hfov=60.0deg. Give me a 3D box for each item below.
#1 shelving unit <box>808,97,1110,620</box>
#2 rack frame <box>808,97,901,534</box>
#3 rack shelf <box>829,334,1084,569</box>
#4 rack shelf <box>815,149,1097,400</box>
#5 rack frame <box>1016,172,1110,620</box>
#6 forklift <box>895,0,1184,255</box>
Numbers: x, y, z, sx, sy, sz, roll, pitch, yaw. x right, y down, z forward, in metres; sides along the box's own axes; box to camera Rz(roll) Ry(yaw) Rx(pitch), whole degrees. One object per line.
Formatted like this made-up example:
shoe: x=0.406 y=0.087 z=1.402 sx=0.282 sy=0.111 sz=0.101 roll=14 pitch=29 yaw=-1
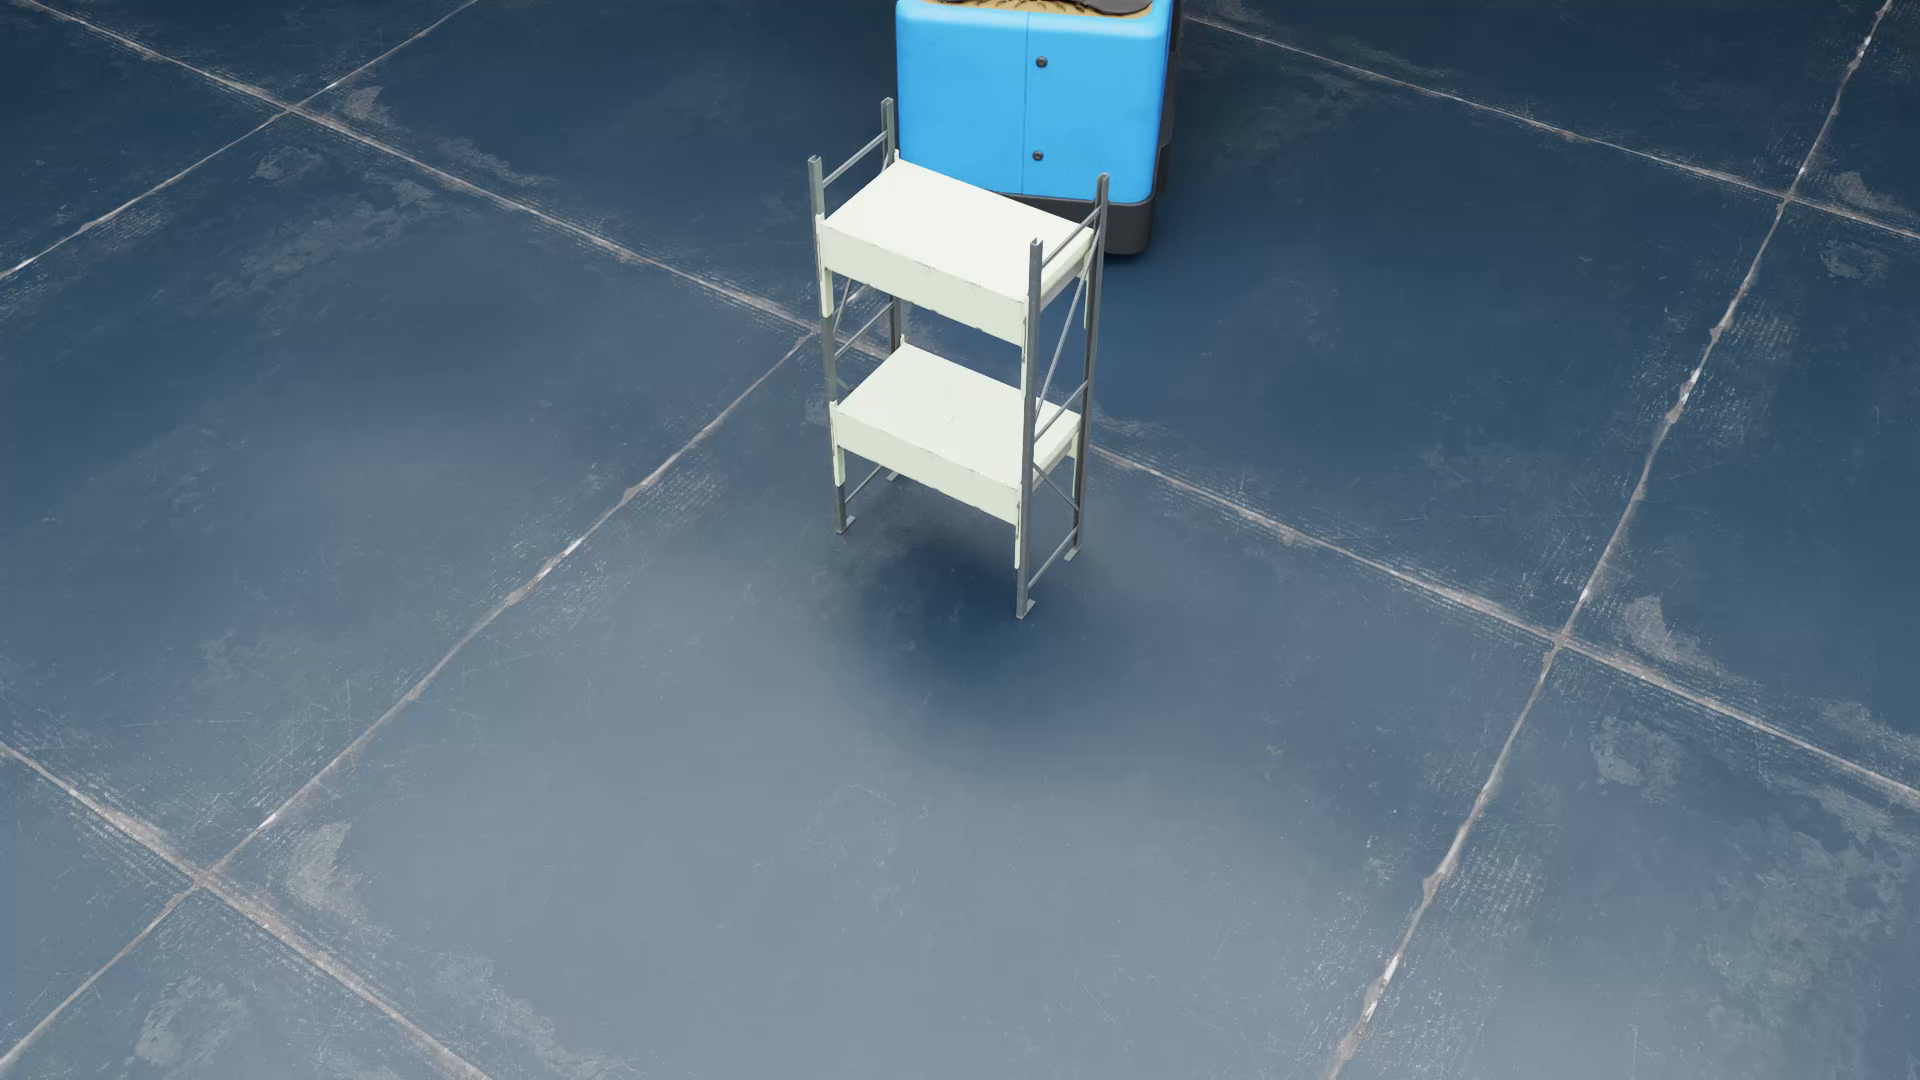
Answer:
shelving unit: x=-0.006 y=-0.525 z=5.215 sx=0.755 sy=1.500 sz=0.431 roll=25 pitch=51 yaw=22
rack frame: x=-0.314 y=-0.667 z=5.352 sx=0.023 sy=1.500 sz=0.400 roll=25 pitch=51 yaw=22
rack shelf: x=-0.006 y=-0.298 z=5.448 sx=0.720 sy=0.370 sz=0.431 roll=25 pitch=51 yaw=22
rack shelf: x=-0.006 y=-0.797 z=4.935 sx=0.720 sy=0.370 sz=0.431 roll=25 pitch=51 yaw=22
rack frame: x=0.302 y=-0.384 z=5.077 sx=0.023 sy=1.500 sz=0.400 roll=25 pitch=51 yaw=22
forklift: x=0.475 y=-3.253 z=6.867 sx=1.130 sy=2.935 sz=3.031 roll=6 pitch=46 yaw=6
